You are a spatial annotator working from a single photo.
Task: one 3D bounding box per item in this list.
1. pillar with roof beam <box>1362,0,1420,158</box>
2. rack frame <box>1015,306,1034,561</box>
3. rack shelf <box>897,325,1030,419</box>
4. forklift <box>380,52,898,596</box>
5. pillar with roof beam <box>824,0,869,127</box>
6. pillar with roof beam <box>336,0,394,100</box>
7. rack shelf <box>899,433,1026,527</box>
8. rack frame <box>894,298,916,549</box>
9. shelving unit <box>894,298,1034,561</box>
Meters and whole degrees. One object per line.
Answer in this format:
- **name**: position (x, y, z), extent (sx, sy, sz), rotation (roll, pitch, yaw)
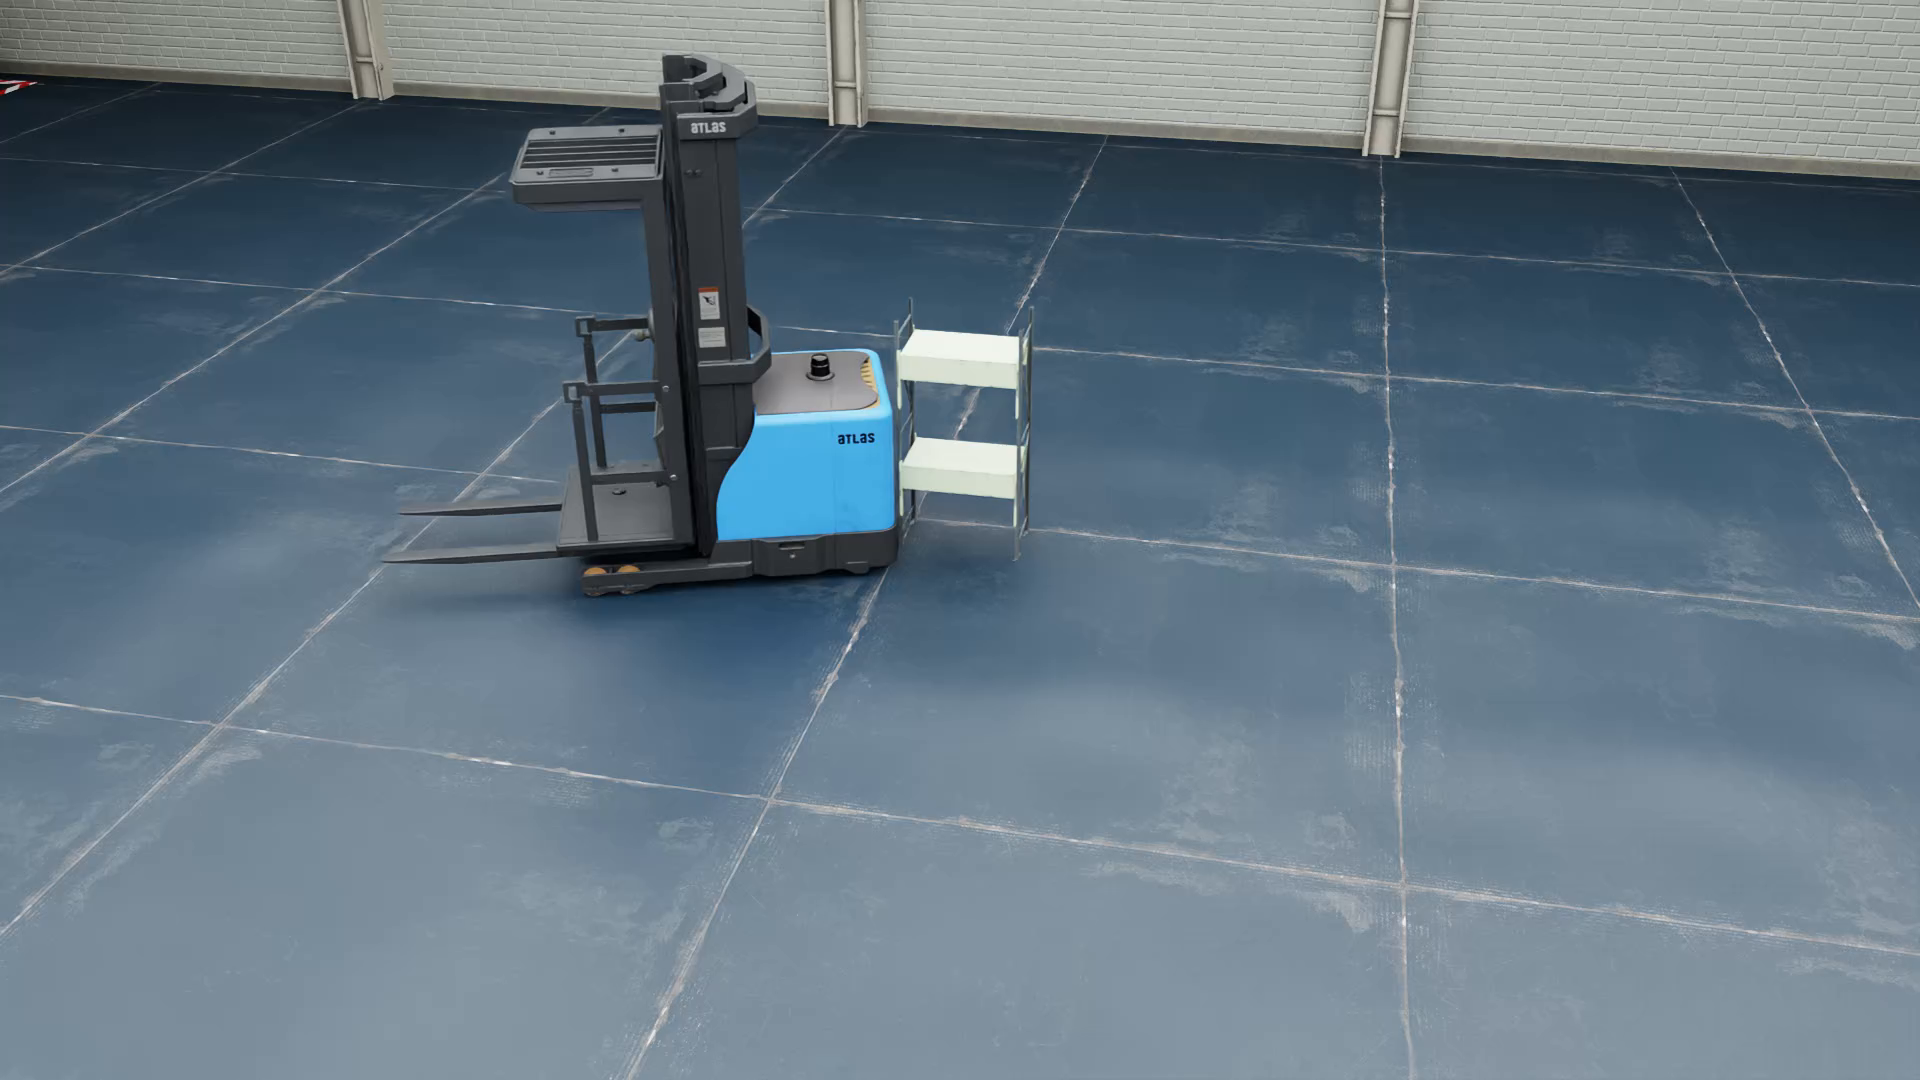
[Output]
- **pillar with roof beam**: position (3.685, -6.143, 12.262), extent (0.400, 9.000, 9.100), rotation (6, 29, 11)
- **rack frame**: position (0.385, -0.625, 9.991), extent (0.023, 1.500, 0.400), rotation (6, 29, 10)
- **rack shelf**: position (0.026, -1.002, 9.868), extent (0.720, 0.370, 0.431), rotation (6, 29, 10)
- **forklift**: position (-1.936, -1.224, 9.596), extent (3.031, 2.935, 1.130), rotation (-4, 29, -7)
- **pillar with roof beam**: position (-2.183, -6.744, 13.361), extent (0.400, 9.000, 9.100), rotation (6, 29, 11)
- **pillar with roof beam**: position (-8.050, -7.346, 14.460), extent (0.400, 9.000, 9.100), rotation (6, 29, 11)
- **rack shelf**: position (0.026, -0.374, 10.212), extent (0.720, 0.370, 0.431), rotation (6, 29, 10)
- **rack frame**: position (-0.332, -0.695, 10.119), extent (0.023, 1.500, 0.400), rotation (6, 29, 10)
- **shelving unit**: position (0.026, -0.660, 10.055), extent (0.755, 1.500, 0.431), rotation (6, 29, 10)
